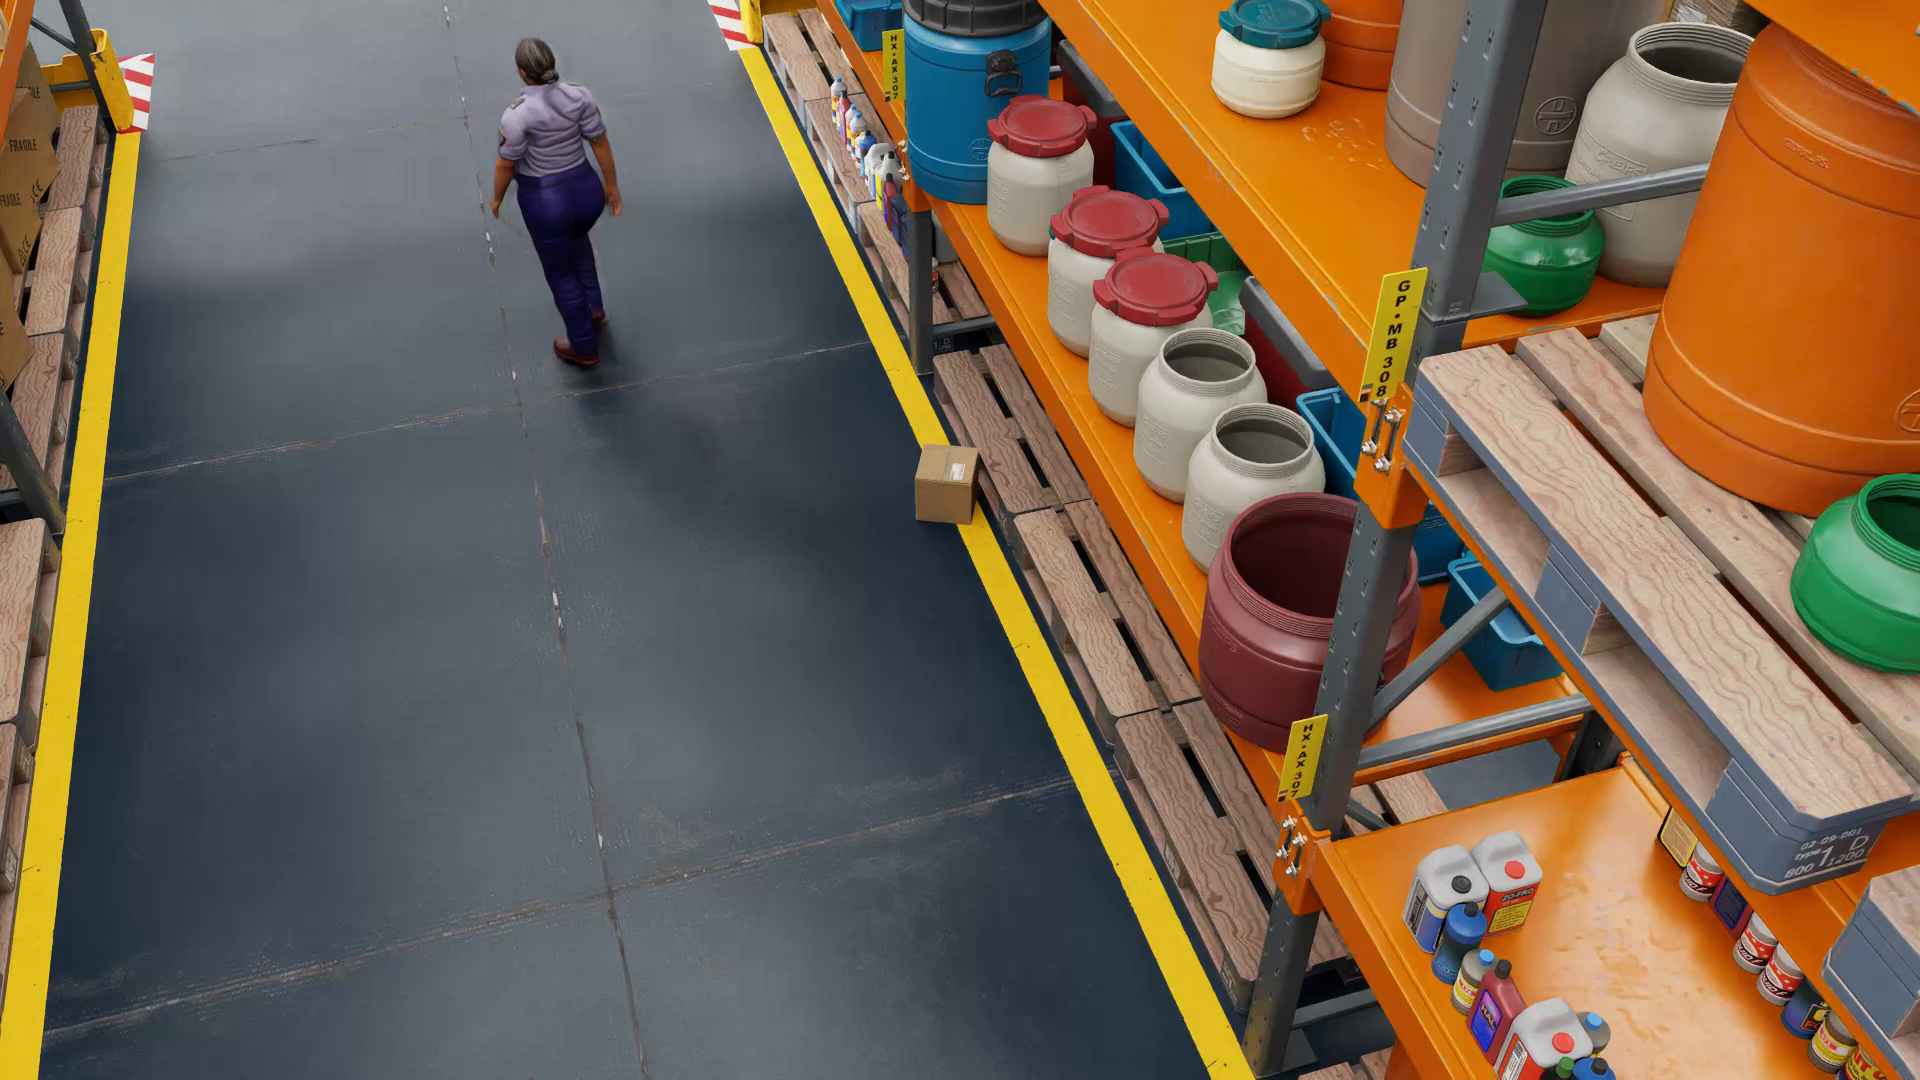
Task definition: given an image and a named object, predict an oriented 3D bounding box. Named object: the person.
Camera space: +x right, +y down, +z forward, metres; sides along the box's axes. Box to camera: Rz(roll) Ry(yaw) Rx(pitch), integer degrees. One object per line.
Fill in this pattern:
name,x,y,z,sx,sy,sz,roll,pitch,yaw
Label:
person,-1.910,-1.600,7.944,0.530,1.720,0.492,-33,52,-31
